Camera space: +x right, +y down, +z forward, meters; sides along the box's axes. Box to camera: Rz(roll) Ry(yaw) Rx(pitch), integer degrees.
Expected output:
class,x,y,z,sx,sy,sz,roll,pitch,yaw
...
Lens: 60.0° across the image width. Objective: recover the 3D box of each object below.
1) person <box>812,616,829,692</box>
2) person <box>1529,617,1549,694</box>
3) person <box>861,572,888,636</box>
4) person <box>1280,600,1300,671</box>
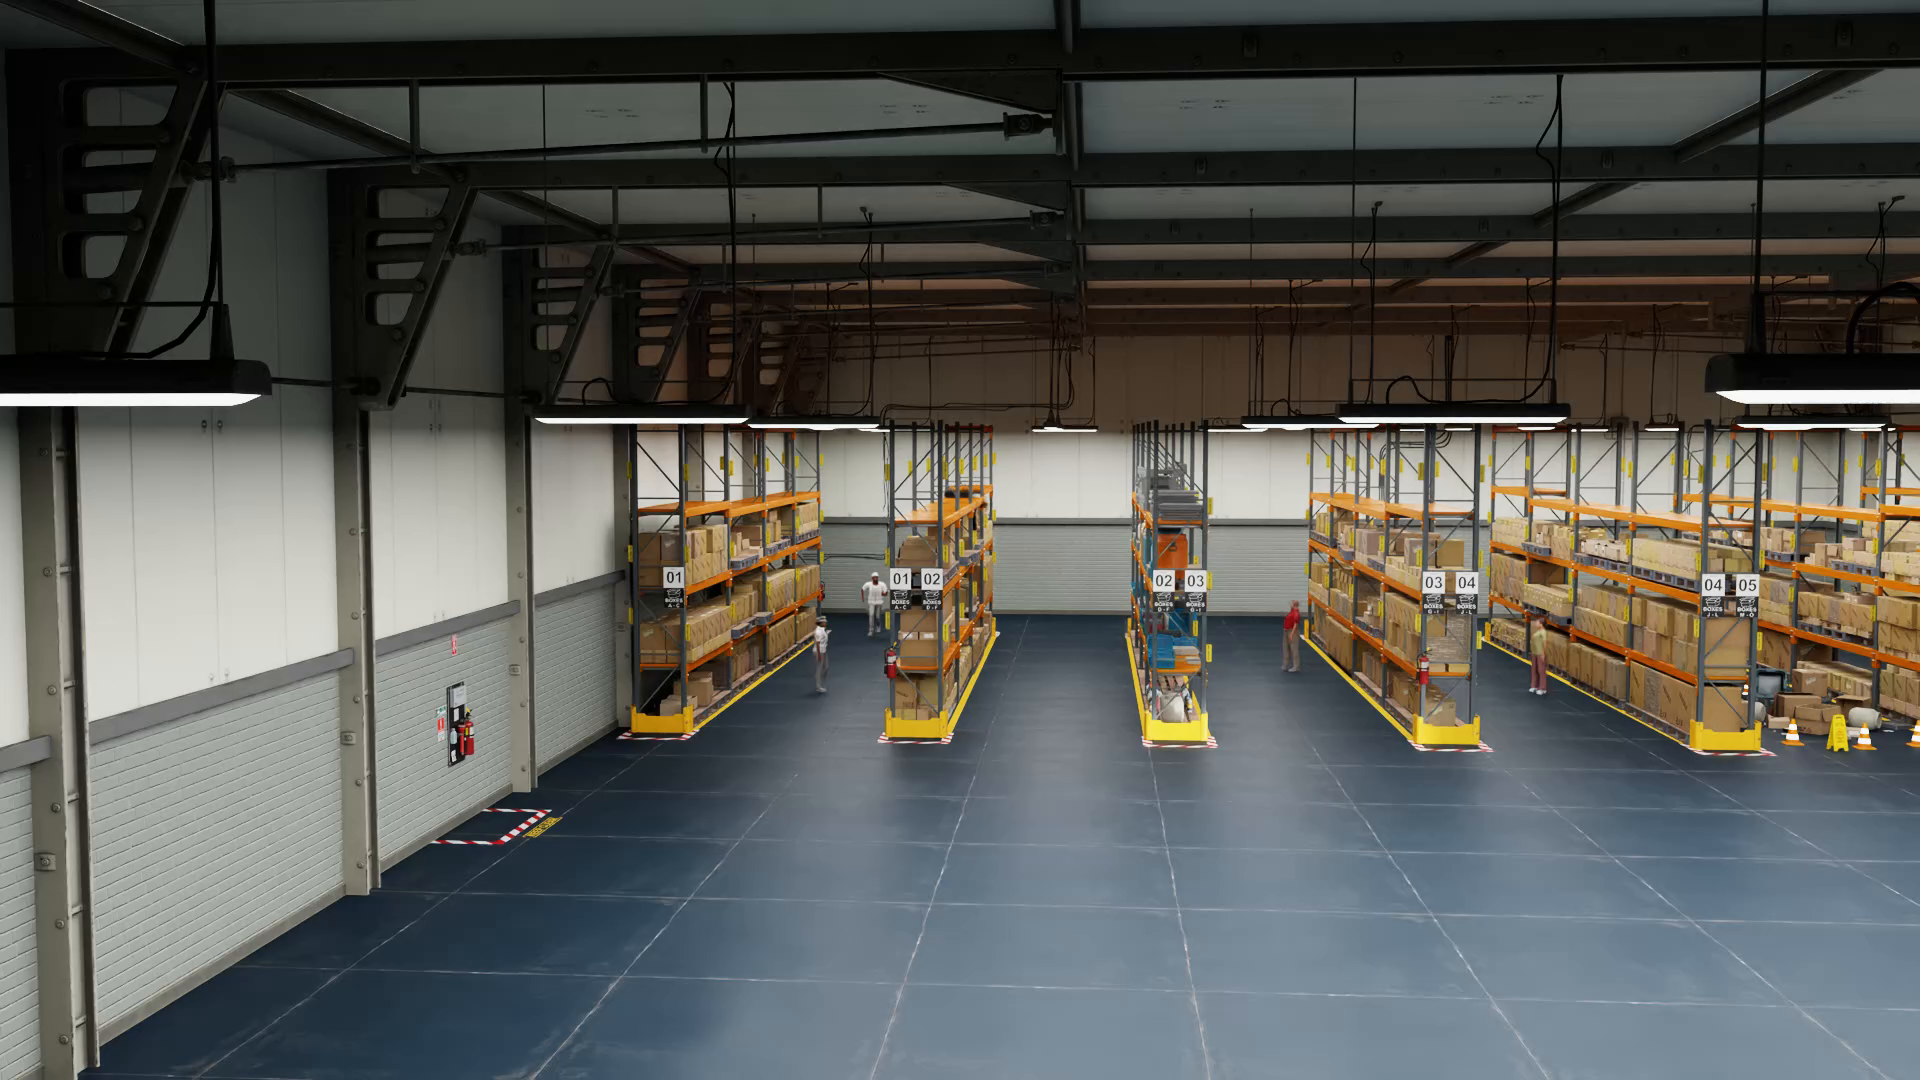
class,x,y,z,sx,sy,sz,roll,pitch,yaw
person,-3.121,2.574,37.166,0.347,1.750,0.534,0,4,7
person,12.827,2.551,36.814,0.369,1.677,0.480,-1,4,-14
person,-2.400,1.771,46.432,0.763,1.736,1.016,0,4,4
person,8.032,2.305,40.353,0.469,1.720,0.587,-1,4,-19
